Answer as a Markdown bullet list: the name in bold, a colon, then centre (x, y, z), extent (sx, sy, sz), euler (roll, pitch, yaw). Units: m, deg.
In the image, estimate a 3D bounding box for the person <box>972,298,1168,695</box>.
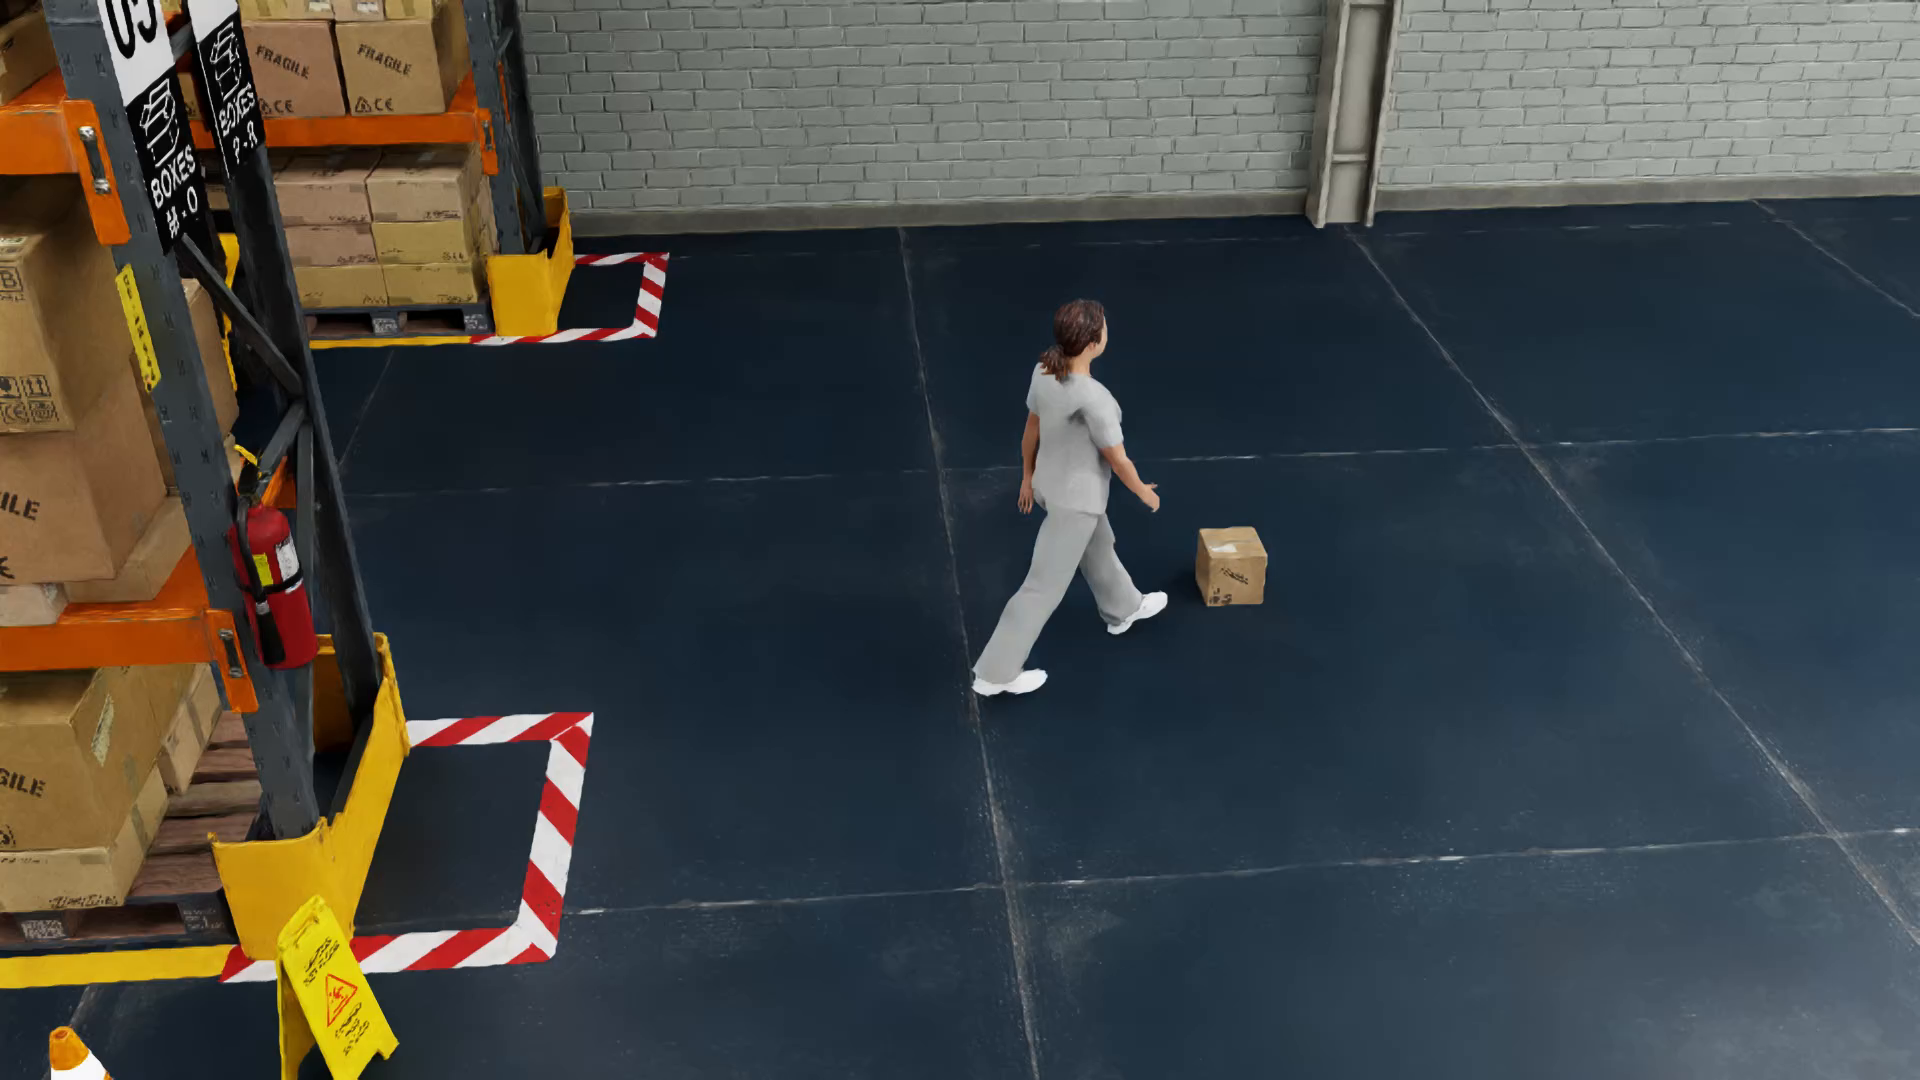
- **person**: centre (0.485, -0.188, 6.468), extent (1.018, 1.590, 0.474), euler (-14, 34, -22)
